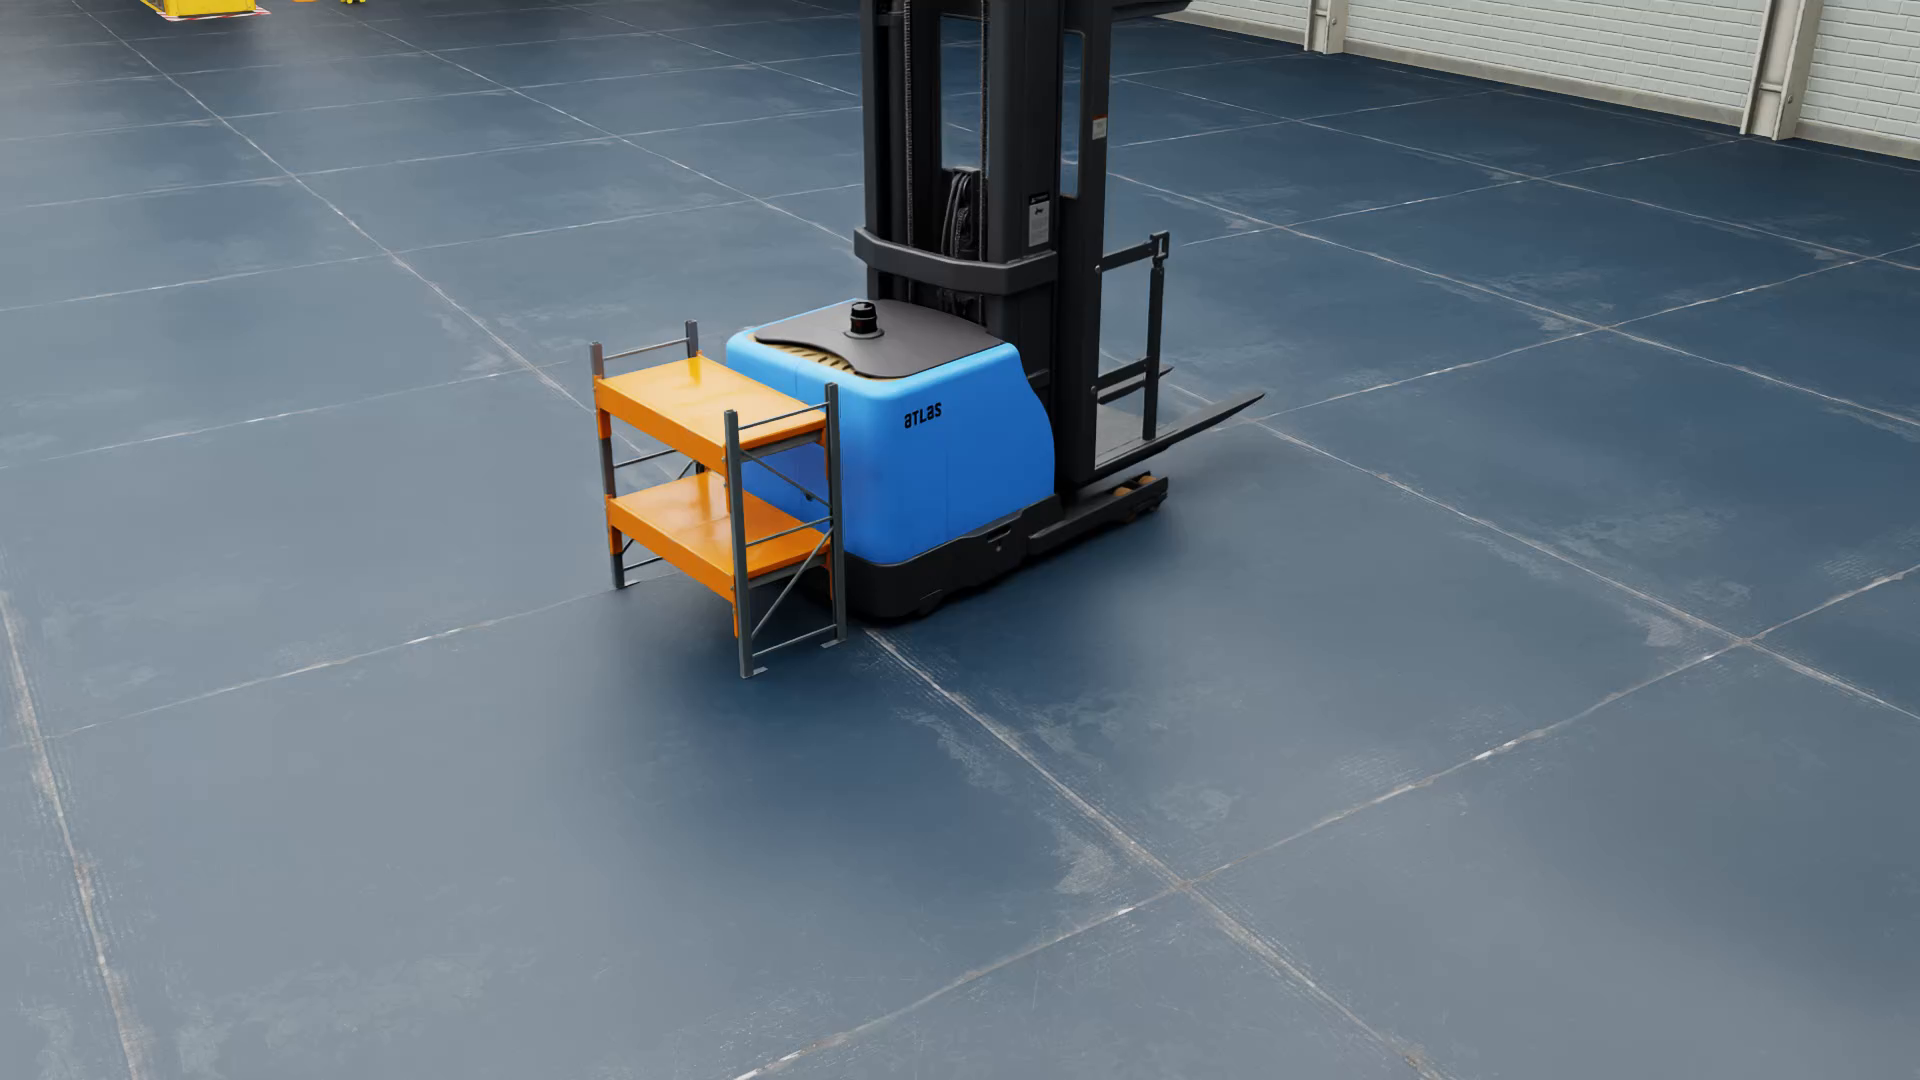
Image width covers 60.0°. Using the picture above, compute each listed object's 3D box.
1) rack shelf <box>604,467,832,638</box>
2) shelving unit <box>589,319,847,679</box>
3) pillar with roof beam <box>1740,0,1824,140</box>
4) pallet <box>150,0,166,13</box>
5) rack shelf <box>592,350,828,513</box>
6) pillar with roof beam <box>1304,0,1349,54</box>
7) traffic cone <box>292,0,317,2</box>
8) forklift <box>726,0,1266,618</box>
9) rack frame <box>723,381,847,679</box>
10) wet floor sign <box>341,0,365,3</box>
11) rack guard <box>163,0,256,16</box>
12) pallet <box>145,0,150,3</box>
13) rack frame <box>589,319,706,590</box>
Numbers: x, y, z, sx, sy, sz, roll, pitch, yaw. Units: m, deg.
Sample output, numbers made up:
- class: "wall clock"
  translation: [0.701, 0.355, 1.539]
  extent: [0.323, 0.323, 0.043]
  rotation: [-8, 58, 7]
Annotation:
- class: "rack shelf"
  translation: [-0.996, 0.025, 6.952]
  extent: [0.538, 0.278, 1.000]
  rotation: [-20, 32, -36]
- class: "shelving unit"
  translation: [-0.996, -0.196, 6.847]
  extent: [0.538, 1.125, 1.048]
  rotation: [-20, 32, -36]
- class: "pillar with roof beam"
  translation: [4.167, -6.967, 11.966]
  extent: [9.100, 9.000, 0.400]
  rotation: [-16, 29, -30]
- class: "pallet"
  translation: [-11.178, -7.895, 24.227]
  extent: [1.003, 0.211, 1.213]
  rotation: [-16, 29, -30]
- class: "rack shelf"
  translation: [-0.996, -0.461, 6.723]
  extent: [0.538, 0.278, 1.000]
  rotation: [-20, 32, -36]
- class: "pillar with roof beam"
  translation: [0.892, -9.113, 16.512]
  extent: [9.100, 9.000, 0.400]
  rotation: [-16, 29, -30]
- class: "traffic cone"
  translation: [-9.776, -8.262, 24.709]
  extent: [0.336, 0.463, 0.334]
  rotation: [-16, 29, -30]
- class: "forklift"
  translation: [0.359, -1.543, 7.584]
  extent: [1.130, 2.935, 3.031]
  rotation: [22, 33, 38]
- class: "rack frame"
  translation: [-0.670, -0.030, 6.495]
  extent: [0.500, 1.125, 0.032]
  rotation: [-20, 32, -36]
- class: "wet floor sign"
  translation: [-9.001, -8.275, 24.522]
  extent: [0.267, 0.644, 0.232]
  rotation: [-22, 33, -38]
- class: "rack guard"
  translation: [-10.663, -7.749, 23.580]
  extent: [1.175, 0.500, 0.348]
  rotation: [-16, 29, -30]
- class: "pallet"
  translation: [-11.840, -8.331, 25.150]
  extent: [1.003, 0.211, 1.213]
  rotation: [-16, 29, -30]
- class: "rack frame"
  translation: [-1.323, -0.362, 7.200]
  extent: [0.500, 1.125, 0.032]
  rotation: [-20, 32, -36]
